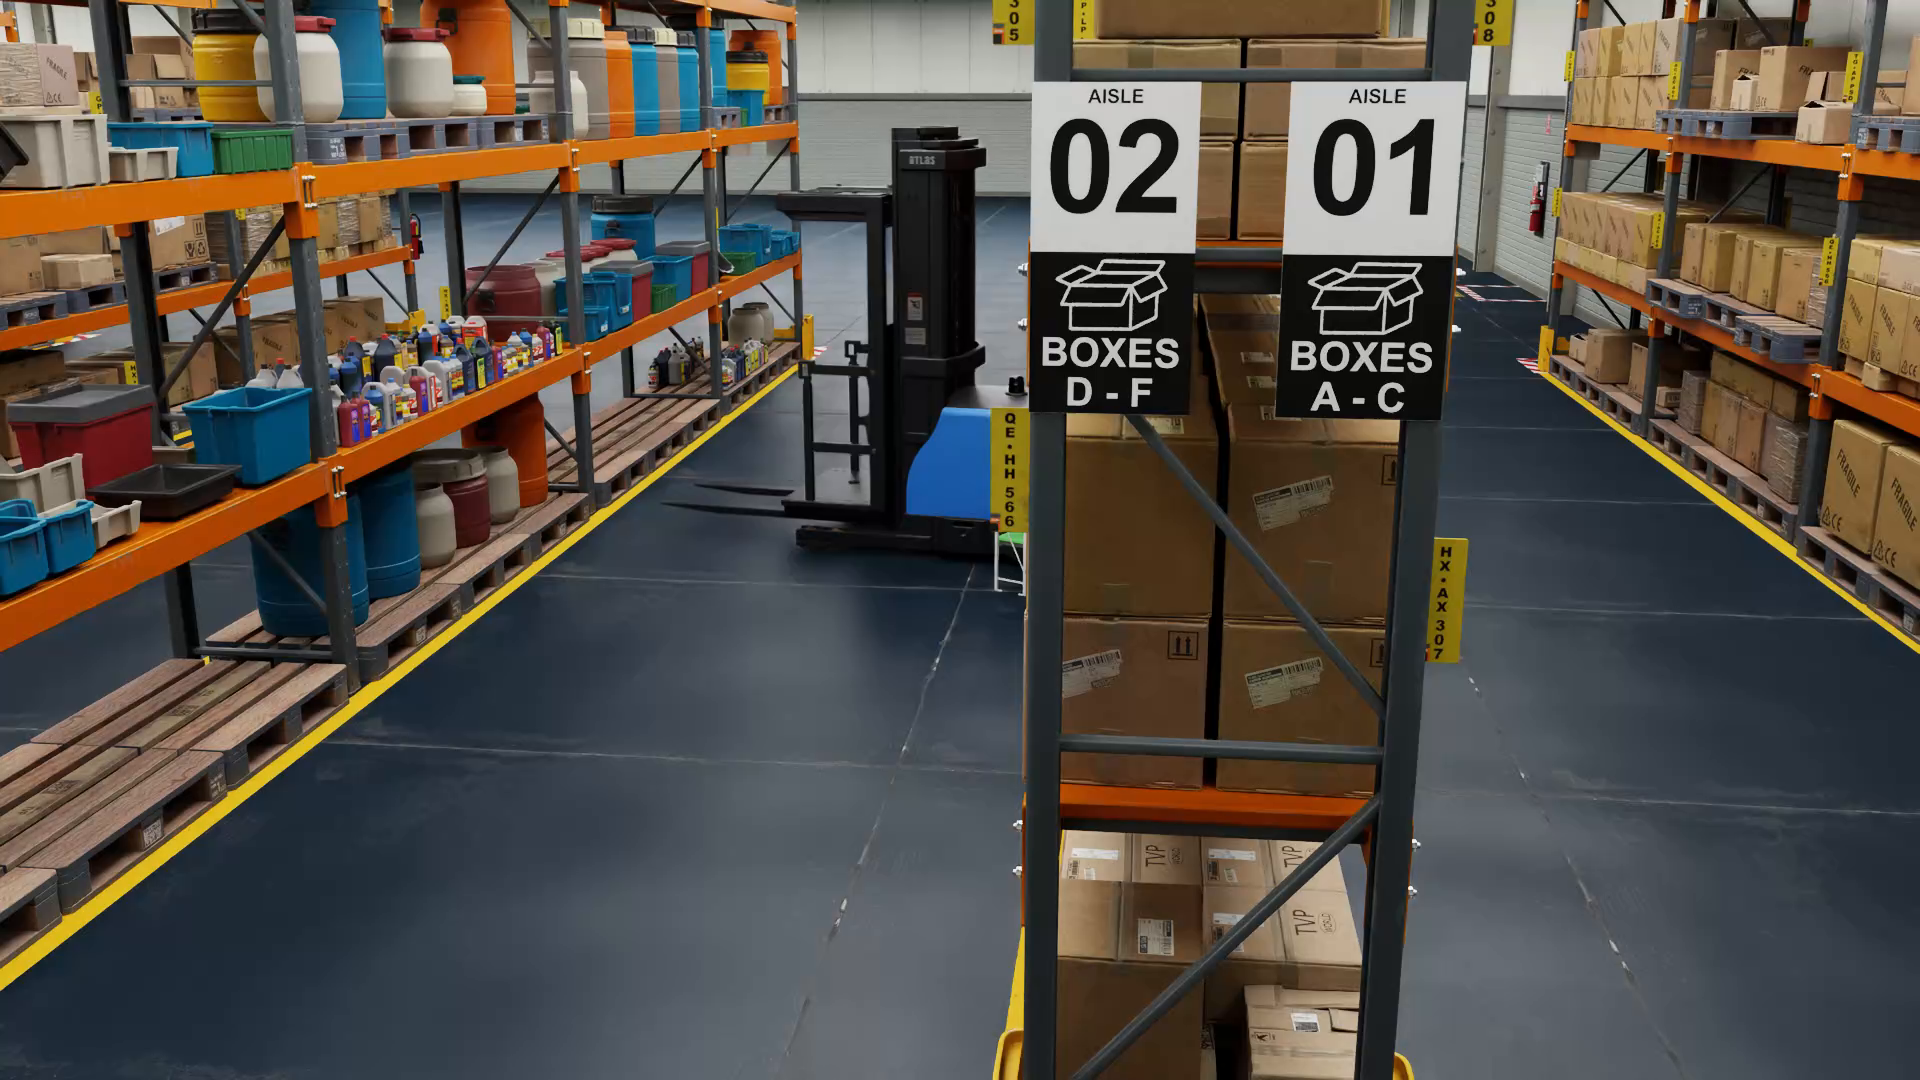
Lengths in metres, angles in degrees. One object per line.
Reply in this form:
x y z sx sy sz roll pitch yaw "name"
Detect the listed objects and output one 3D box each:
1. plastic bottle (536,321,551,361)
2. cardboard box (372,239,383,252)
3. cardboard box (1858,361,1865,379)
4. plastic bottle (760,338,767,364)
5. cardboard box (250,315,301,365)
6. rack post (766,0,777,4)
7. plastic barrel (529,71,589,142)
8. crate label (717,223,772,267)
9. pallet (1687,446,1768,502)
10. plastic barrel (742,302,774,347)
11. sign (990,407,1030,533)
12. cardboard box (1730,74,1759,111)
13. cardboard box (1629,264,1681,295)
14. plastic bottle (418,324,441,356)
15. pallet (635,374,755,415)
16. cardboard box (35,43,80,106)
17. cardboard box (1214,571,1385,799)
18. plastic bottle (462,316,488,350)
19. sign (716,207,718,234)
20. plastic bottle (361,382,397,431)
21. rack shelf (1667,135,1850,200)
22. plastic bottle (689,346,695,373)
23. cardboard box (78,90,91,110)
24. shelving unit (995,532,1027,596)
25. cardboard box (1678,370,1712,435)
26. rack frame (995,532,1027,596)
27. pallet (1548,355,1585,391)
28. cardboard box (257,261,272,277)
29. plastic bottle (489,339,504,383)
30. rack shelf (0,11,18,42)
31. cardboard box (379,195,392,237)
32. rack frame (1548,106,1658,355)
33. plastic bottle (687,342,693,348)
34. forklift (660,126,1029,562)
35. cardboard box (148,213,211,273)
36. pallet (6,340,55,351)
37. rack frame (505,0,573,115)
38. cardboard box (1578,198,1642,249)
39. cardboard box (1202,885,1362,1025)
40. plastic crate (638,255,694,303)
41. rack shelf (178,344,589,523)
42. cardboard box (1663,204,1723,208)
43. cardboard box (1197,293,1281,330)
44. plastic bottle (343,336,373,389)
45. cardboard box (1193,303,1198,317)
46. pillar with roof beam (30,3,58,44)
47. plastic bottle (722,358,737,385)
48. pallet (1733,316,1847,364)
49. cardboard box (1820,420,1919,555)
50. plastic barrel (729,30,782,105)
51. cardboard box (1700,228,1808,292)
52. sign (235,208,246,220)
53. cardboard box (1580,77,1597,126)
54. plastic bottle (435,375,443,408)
-2.989 -1.433 11.937 0.061 0.283 0.133 2 15 6 "plastic bottle"
-7.193 -3.554 20.042 0.380 0.149 0.250 2 15 6 "cardboard box"
6.198 -1.119 10.997 0.380 0.149 0.250 2 15 7 "cardboard box"
-2.205 -2.122 18.624 0.061 0.283 0.133 2 15 8 "plastic bottle"
-7.677 -2.260 18.759 0.500 0.500 0.500 0 15 1 "cardboard box"
-2.650 -6.203 18.822 0.937 0.300 0.954 3 15 12 "rack post"
-3.002 -3.240 12.436 0.421 0.512 0.421 0 15 0 "plastic barrel"
-2.377 -3.273 18.451 0.502 0.435 0.616 2 15 6 "crate label"
6.732 -0.546 13.778 1.003 0.211 1.213 2 15 6 "pallet"
-2.437 -2.570 19.881 0.421 0.512 0.421 0 15 0 "plastic barrel"
0.128 -0.177 4.248 0.100 0.325 0.005 2 15 6 "sign"
6.743 -3.720 13.794 0.500 0.311 0.500 2 15 8 "cardboard box"
6.706 -2.481 15.839 0.500 0.250 0.500 2 15 6 "cardboard box"
-3.763 -1.384 11.770 0.152 0.276 0.135 2 15 6 "plastic bottle"
-2.773 -1.530 17.418 1.003 0.211 1.213 2 15 6 "pallet"
-7.843 -3.926 14.039 0.500 0.500 0.500 1 15 5 "cardboard box"
0.990 0.400 4.745 0.500 0.500 0.500 2 15 7 "cardboard box"
-3.560 -1.499 12.197 0.152 0.276 0.135 2 15 6 "plastic bottle"
-2.985 -3.892 20.279 0.100 0.325 0.005 2 15 6 "sign"
-3.320 -0.773 9.510 0.152 0.276 0.135 2 15 6 "plastic bottle"
6.728 -2.994 13.119 1.077 0.370 4.000 2 15 6 "rack shelf"
-2.917 -1.953 17.999 0.061 0.283 0.133 2 15 6 "plastic bottle"
-7.923 -3.898 14.728 0.380 0.166 0.250 1 15 5 "cardboard box"
0.468 -0.285 10.917 0.258 1.200 0.503 10 18 33 "shelving unit"
6.887 -1.226 14.896 0.700 0.500 0.500 2 15 8 "cardboard box"
0.331 -0.232 10.723 0.240 1.200 0.015 10 18 33 "rack frame"
7.270 -1.874 18.687 1.003 0.211 1.213 2 15 6 "pallet"
-7.447 -2.840 17.398 0.380 0.149 0.250 2 15 6 "cardboard box"
-3.092 -1.196 11.062 0.061 0.283 0.133 2 15 6 "plastic bottle"
-12.502 -5.896 18.872 1.077 0.370 4.000 2 15 6 "rack shelf"
-7.449 -3.937 20.214 0.875 0.500 0.500 2 15 6 "cardboard box"
7.405 -3.449 19.171 1.000 3.000 0.127 2 15 6 "rack frame"
-3.003 -2.060 18.420 0.097 0.271 0.097 0 15 0 "plastic bottle"
-0.679 -1.456 11.933 3.031 2.935 1.130 4 16 15 "forklift"
-8.040 -3.140 16.074 1.000 1.000 1.000 2 15 7 "cardboard box"
-12.289 -2.503 21.016 1.003 0.211 1.213 2 15 6 "pallet"
-3.341 -4.562 11.794 1.000 3.000 0.127 2 15 6 "rack frame"
6.923 -3.372 17.698 0.500 0.500 0.500 1 15 4 "cardboard box"
1.077 1.408 5.633 0.500 0.250 0.500 2 15 6 "cardboard box"
-2.705 -2.401 15.324 0.392 0.384 0.575 2 15 6 "plastic crate"
-3.567 -0.800 10.753 1.077 0.370 4.000 2 15 6 "rack shelf"
7.338 -3.090 16.655 0.500 0.500 0.500 2 15 8 "cardboard box"
1.329 -0.874 7.541 0.500 0.500 0.500 2 15 7 "cardboard box"
-3.890 -1.139 10.721 0.144 0.351 0.185 2 15 6 "plastic bottle"
1.419 -1.029 9.226 0.700 0.500 0.500 4 16 15 "cardboard box"
-16.804 -11.608 37.850 9.100 9.000 0.400 2 15 6 "pillar with roof beam"
-2.409 -1.756 17.283 0.152 0.276 0.135 2 15 8 "plastic bottle"
6.477 -1.470 12.218 1.213 0.211 1.003 2 15 6 "pallet"
6.289 -0.352 11.033 0.750 0.750 0.750 1 15 6 "cardboard box"
-2.367 -5.469 19.268 0.600 0.830 0.708 2 15 6 "plastic barrel"
6.792 -2.397 14.245 0.700 0.500 0.500 3 15 12 "cardboard box"
-7.259 -3.393 16.745 0.100 0.325 0.005 2 15 6 "sign"
7.023 -4.738 17.960 0.500 0.500 0.500 3 15 10 "cardboard box"
-3.217 -0.911 10.165 0.097 0.201 0.097 0 15 0 "plastic bottle"
